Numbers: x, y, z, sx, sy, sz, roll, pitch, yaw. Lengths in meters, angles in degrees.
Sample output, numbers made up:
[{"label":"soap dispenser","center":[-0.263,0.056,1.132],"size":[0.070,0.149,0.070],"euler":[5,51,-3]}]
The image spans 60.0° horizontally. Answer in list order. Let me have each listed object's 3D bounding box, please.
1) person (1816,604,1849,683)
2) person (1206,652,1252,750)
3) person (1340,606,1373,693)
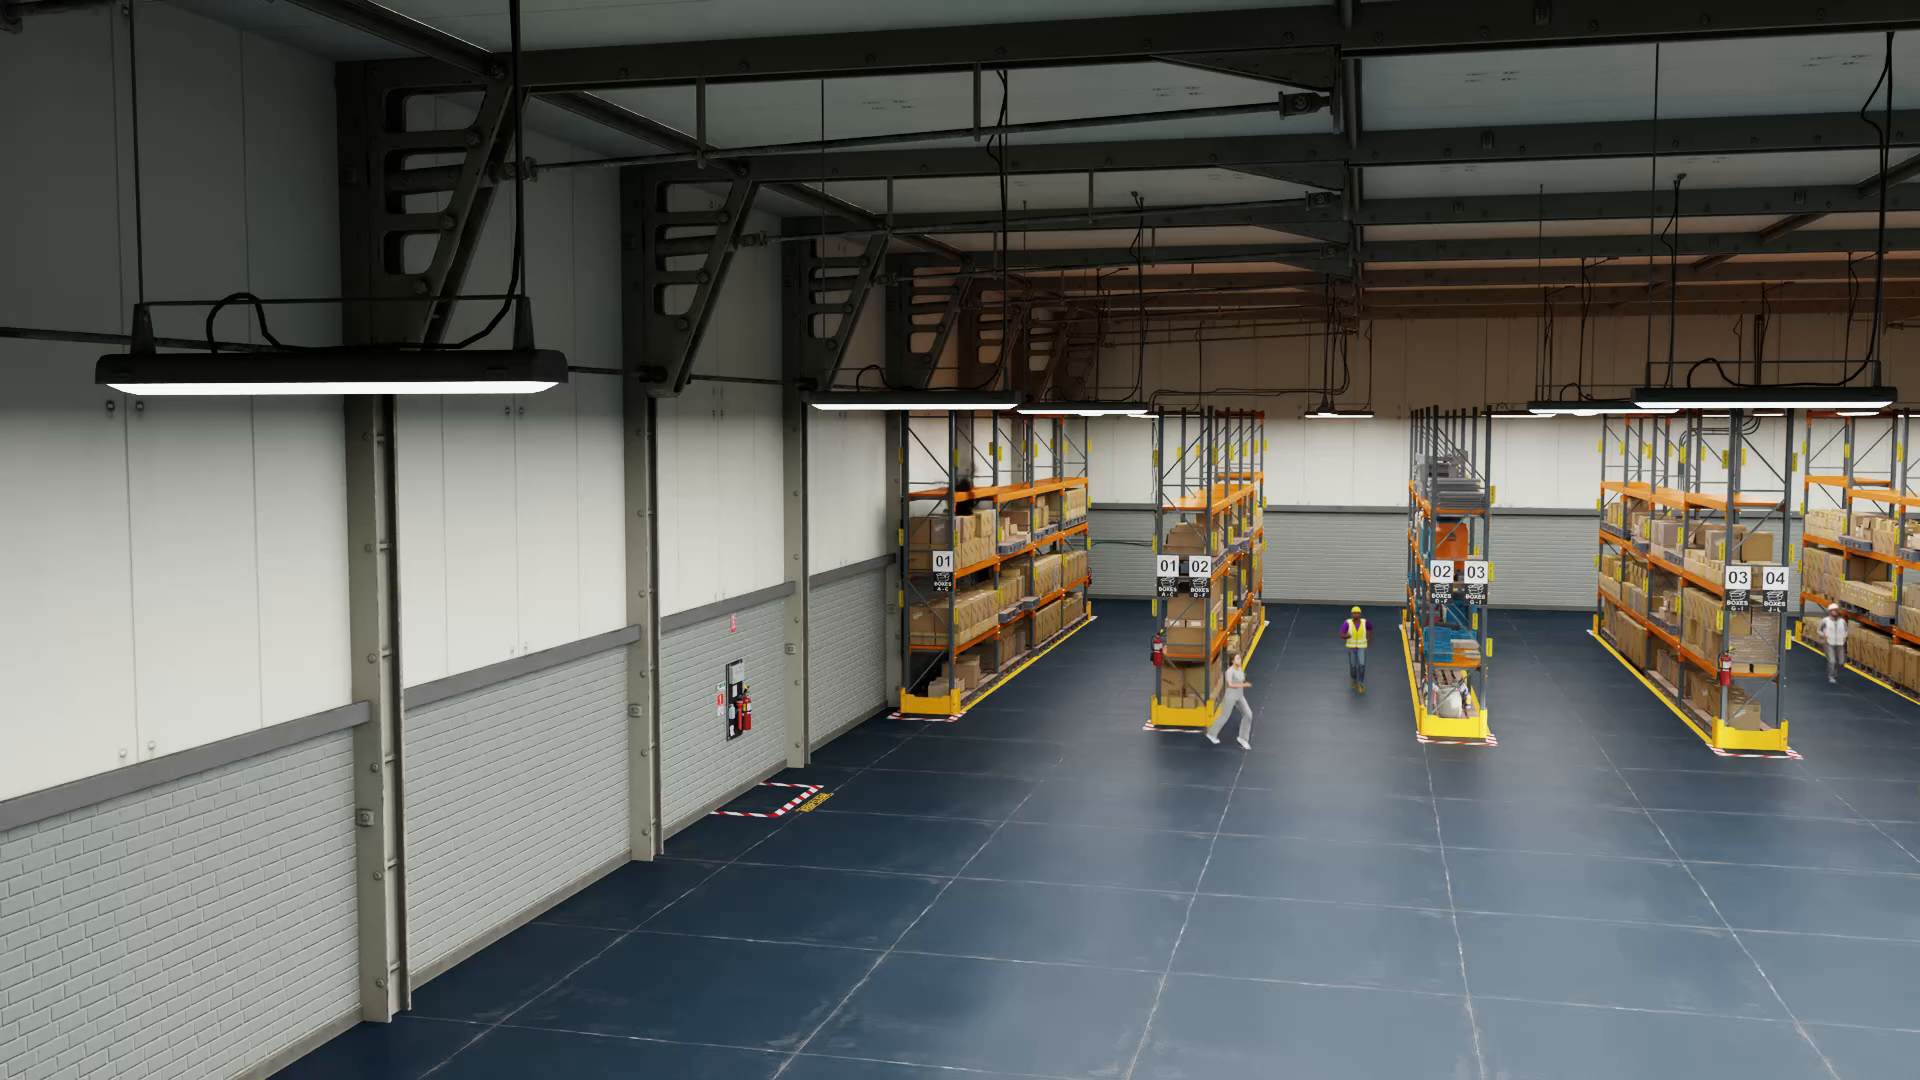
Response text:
[{"label":"person","center":[19.070,2.256,36.330],"size":[0.657,1.720,0.612],"euler":[1,4,12]},{"label":"person","center":[4.765,2.801,29.143],"size":[0.885,1.710,0.576],"euler":[4,6,45]},{"label":"person","center":[8.399,2.317,35.262],"size":[0.676,1.830,0.787],"euler":[1,4,13]}]
